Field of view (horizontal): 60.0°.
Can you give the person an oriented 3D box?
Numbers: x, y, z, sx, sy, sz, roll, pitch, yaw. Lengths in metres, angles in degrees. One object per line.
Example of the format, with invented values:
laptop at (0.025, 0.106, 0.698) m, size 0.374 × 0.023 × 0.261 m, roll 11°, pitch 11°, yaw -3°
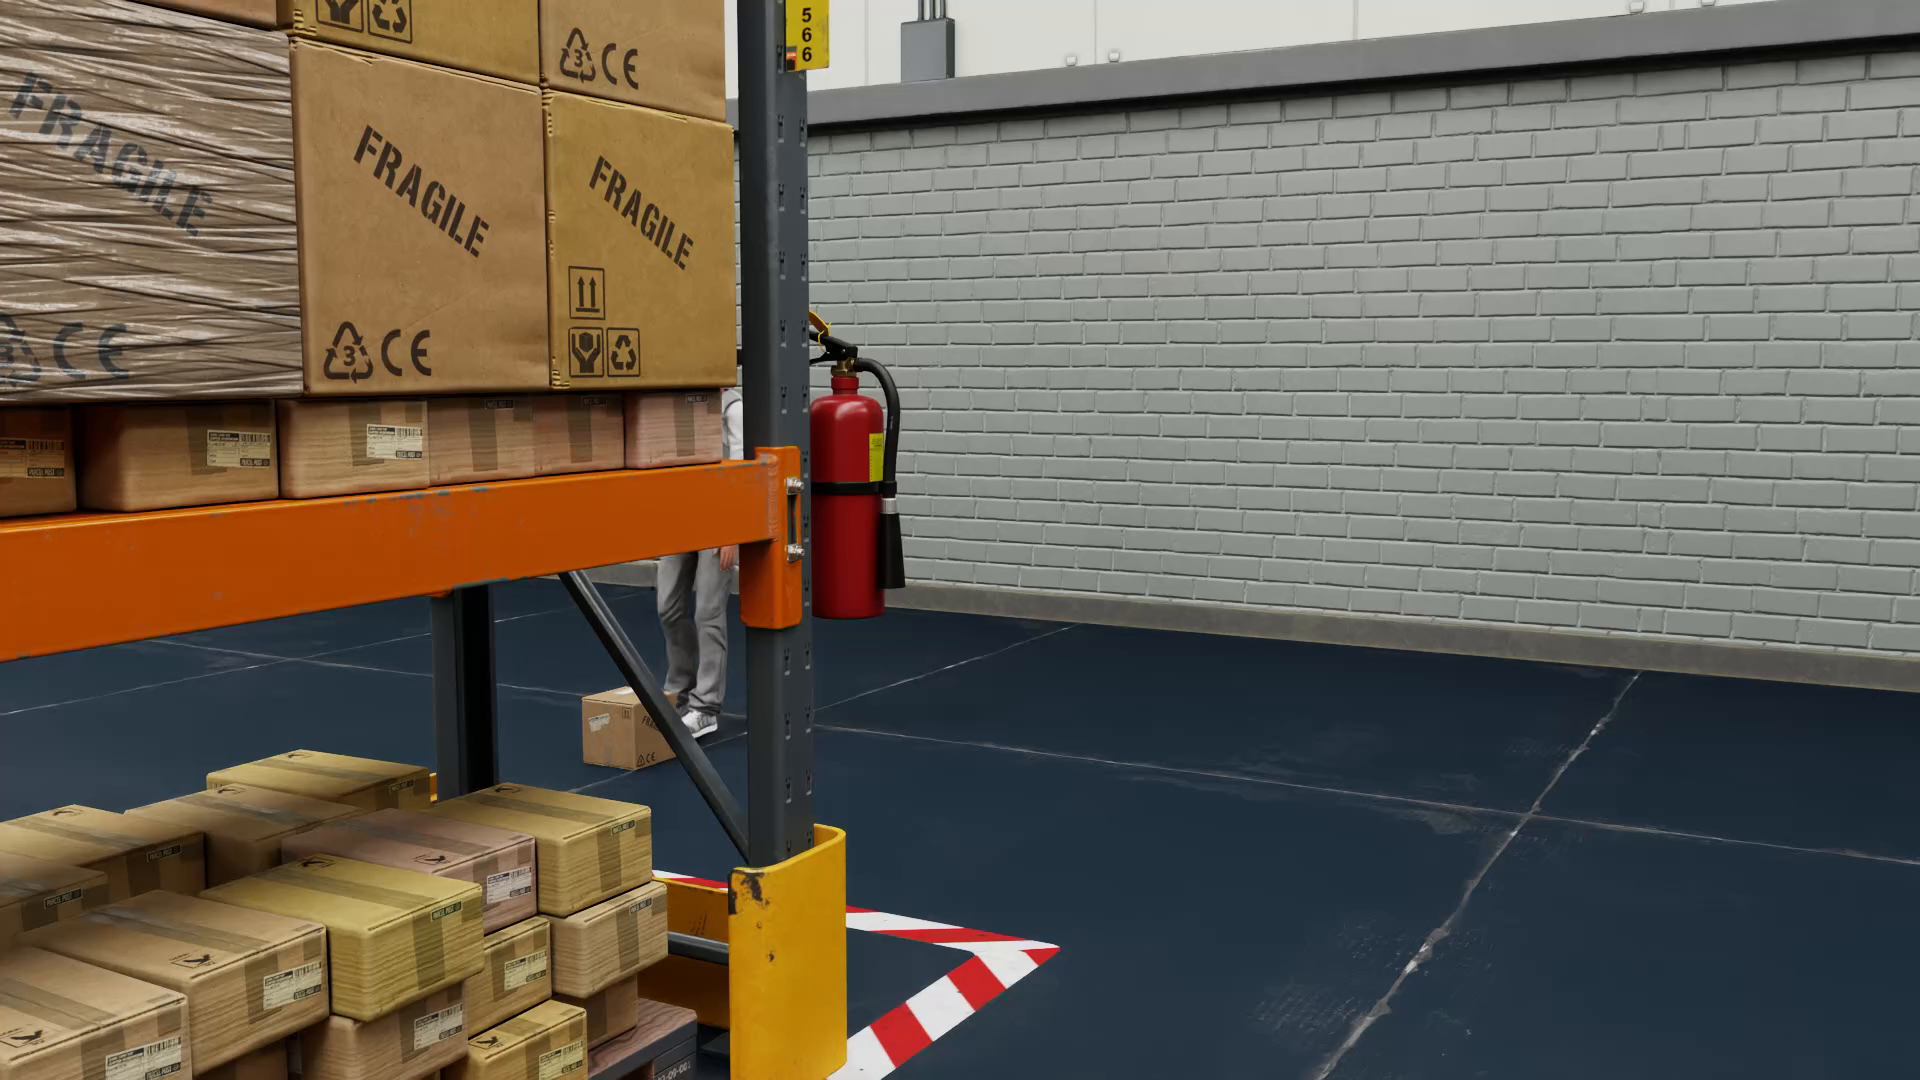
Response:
person at (-1.058, -0.002, 6.576) m, size 0.481 × 1.636 × 0.413 m, roll 5°, pitch 8°, yaw 36°
